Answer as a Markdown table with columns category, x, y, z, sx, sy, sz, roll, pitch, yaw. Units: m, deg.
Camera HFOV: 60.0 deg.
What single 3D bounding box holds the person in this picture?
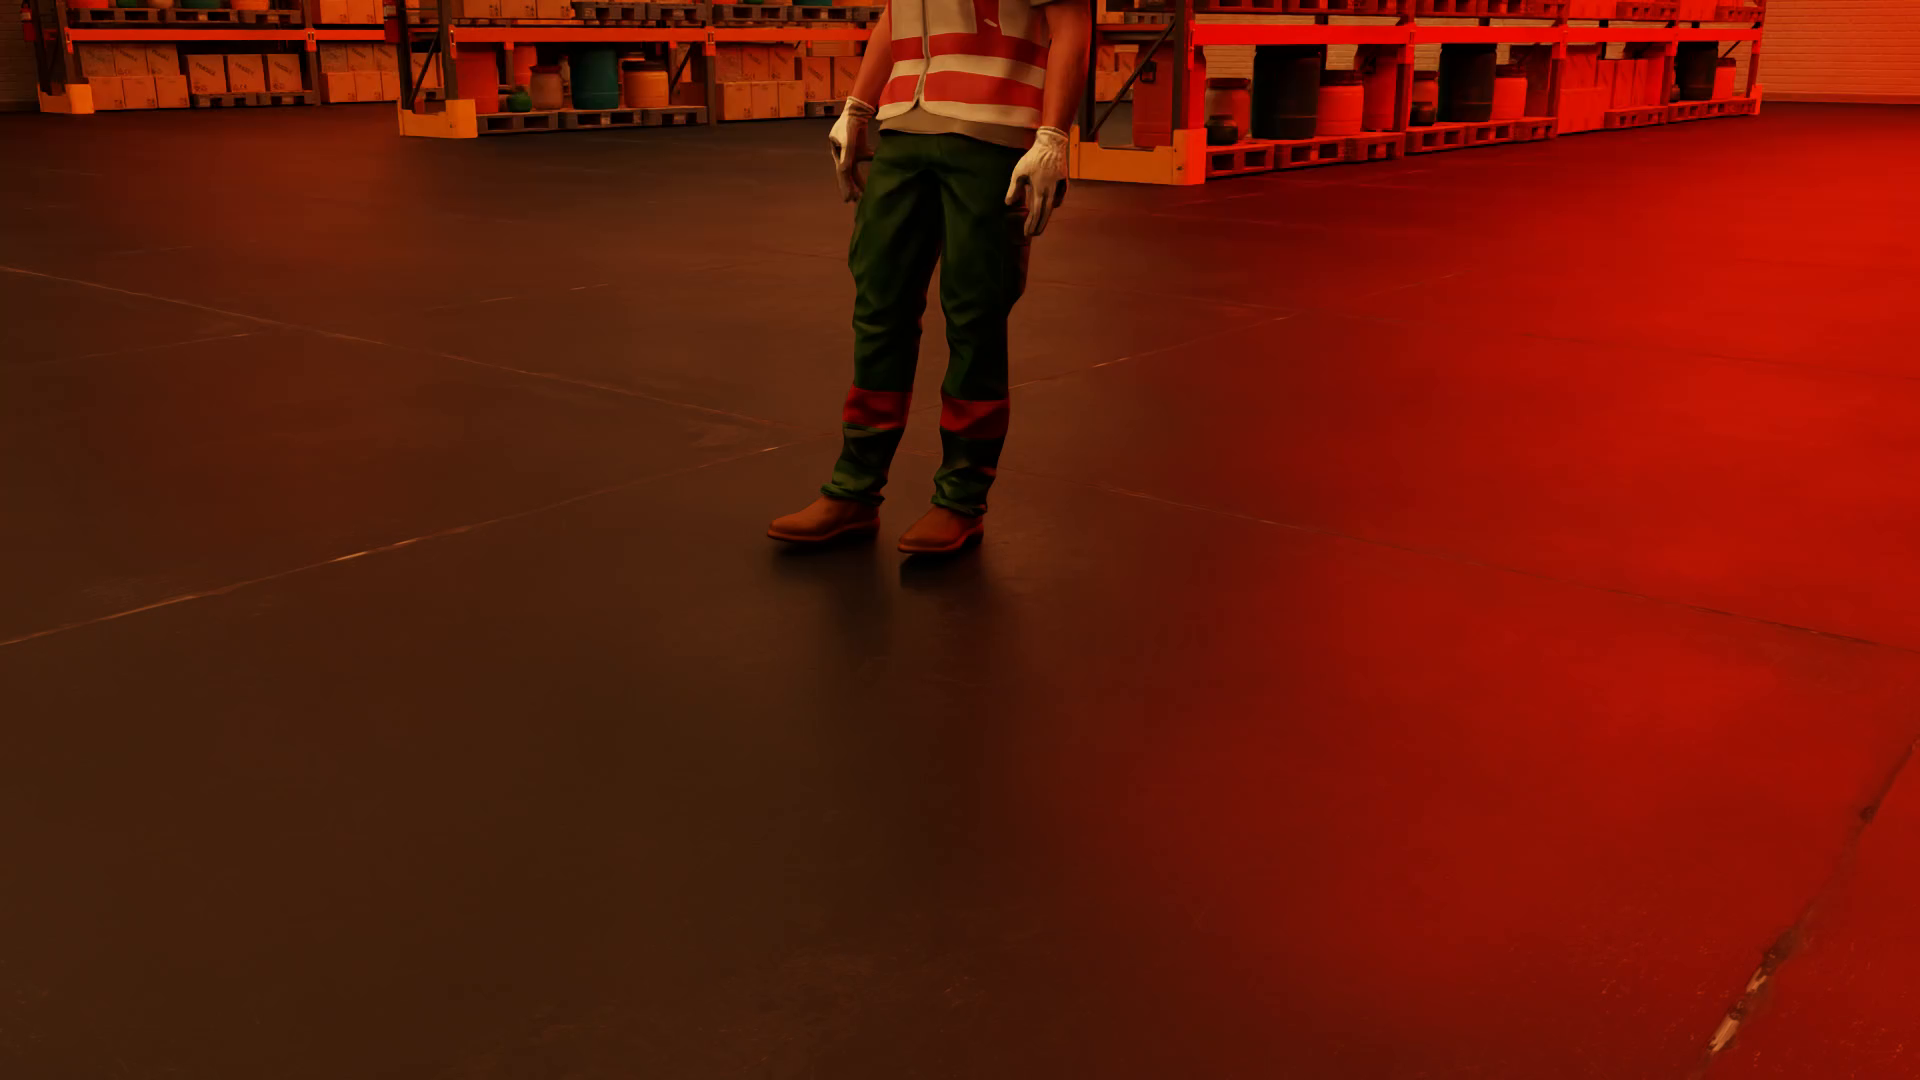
| category | x | y | z | sx | sy | sz | roll | pitch | yaw |
| --- | --- | --- | --- | --- | --- | --- | --- | --- | --- |
| person | -0.061 | -0.847 | 3.628 | 0.637 | 1.790 | 0.562 | 13 | 21 | 37 |
